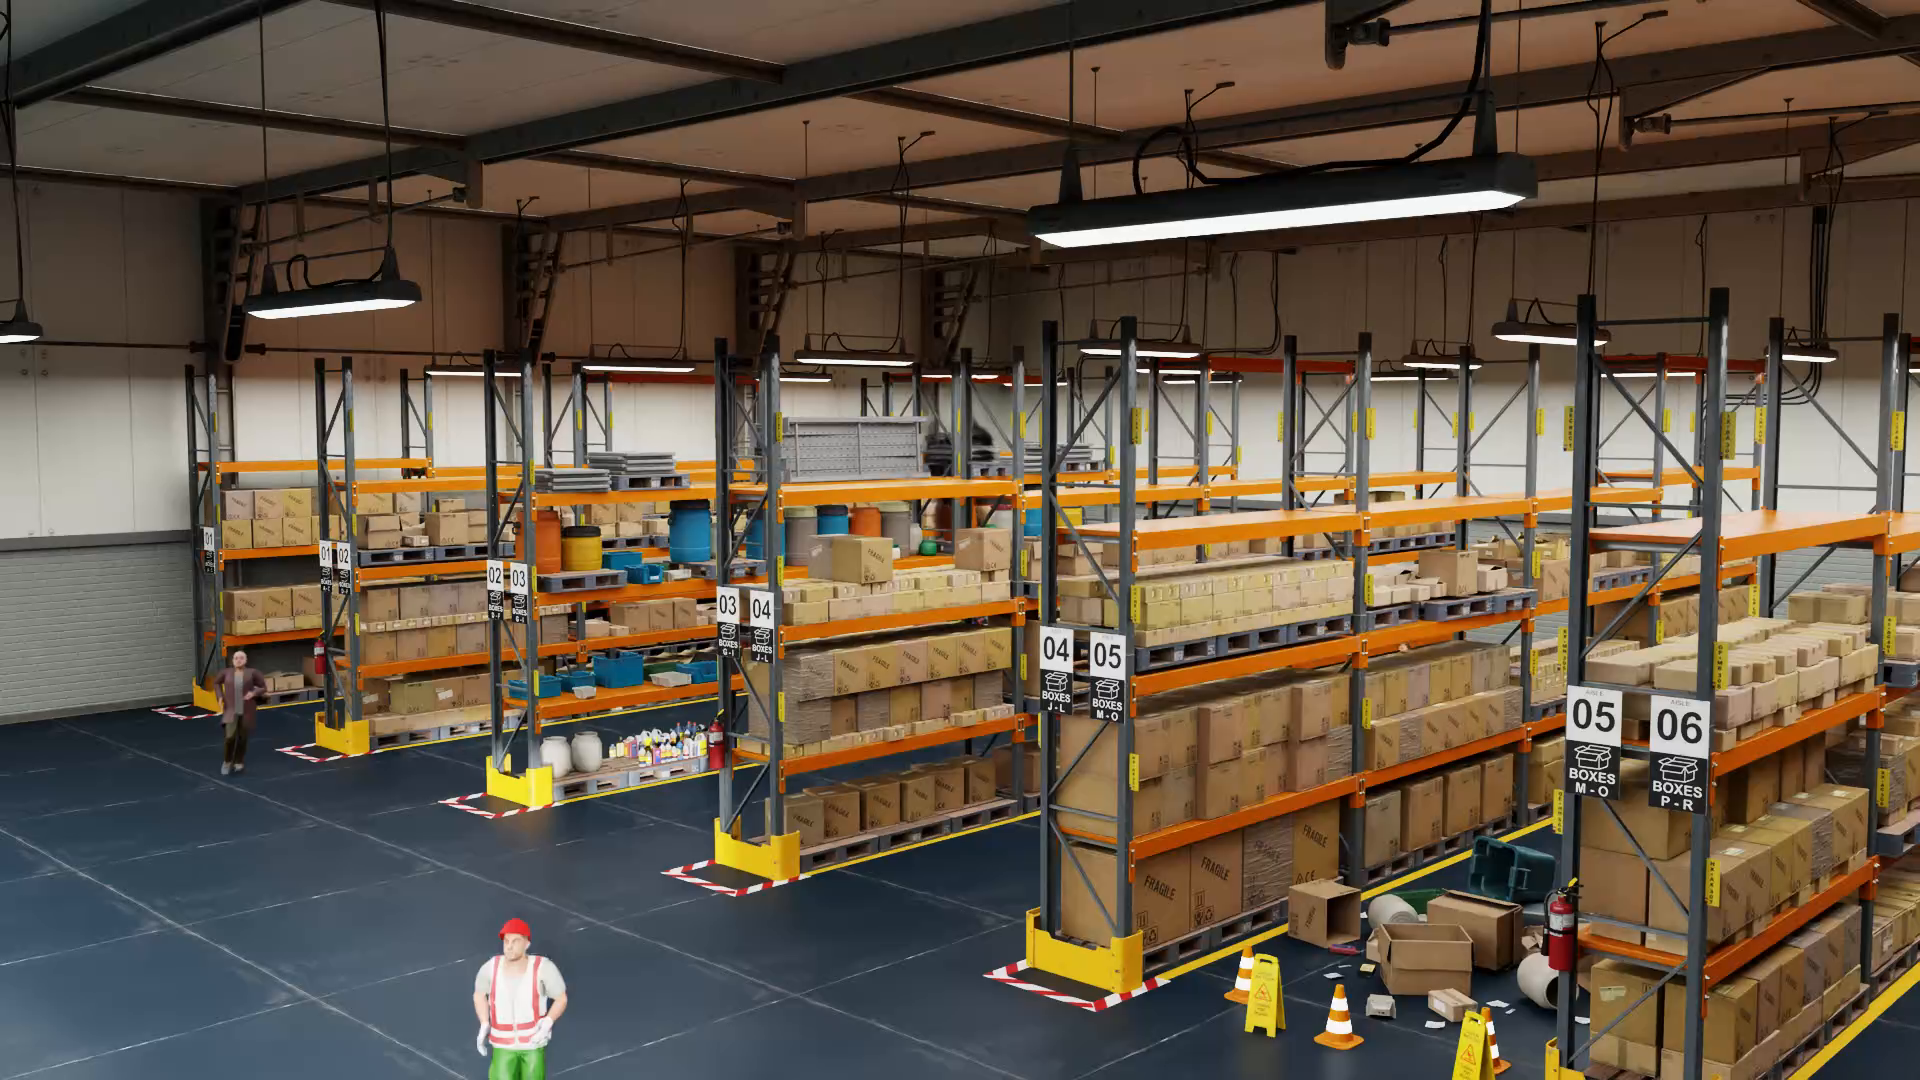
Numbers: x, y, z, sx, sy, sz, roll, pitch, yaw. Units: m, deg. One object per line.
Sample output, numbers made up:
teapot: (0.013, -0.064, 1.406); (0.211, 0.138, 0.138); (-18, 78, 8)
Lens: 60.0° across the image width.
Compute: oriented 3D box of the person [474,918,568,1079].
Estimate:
person: (-2.985, 3.429, 11.267); (0.638, 1.749, 0.611); (-1, 4, -8)

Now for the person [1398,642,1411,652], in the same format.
person: (6.825, 2.381, 25.584); (0.577, 1.640, 0.867); (3, 6, 38)

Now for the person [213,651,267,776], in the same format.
person: (-10.279, 2.470, 23.757); (0.716, 1.784, 0.720); (-2, 5, -21)
